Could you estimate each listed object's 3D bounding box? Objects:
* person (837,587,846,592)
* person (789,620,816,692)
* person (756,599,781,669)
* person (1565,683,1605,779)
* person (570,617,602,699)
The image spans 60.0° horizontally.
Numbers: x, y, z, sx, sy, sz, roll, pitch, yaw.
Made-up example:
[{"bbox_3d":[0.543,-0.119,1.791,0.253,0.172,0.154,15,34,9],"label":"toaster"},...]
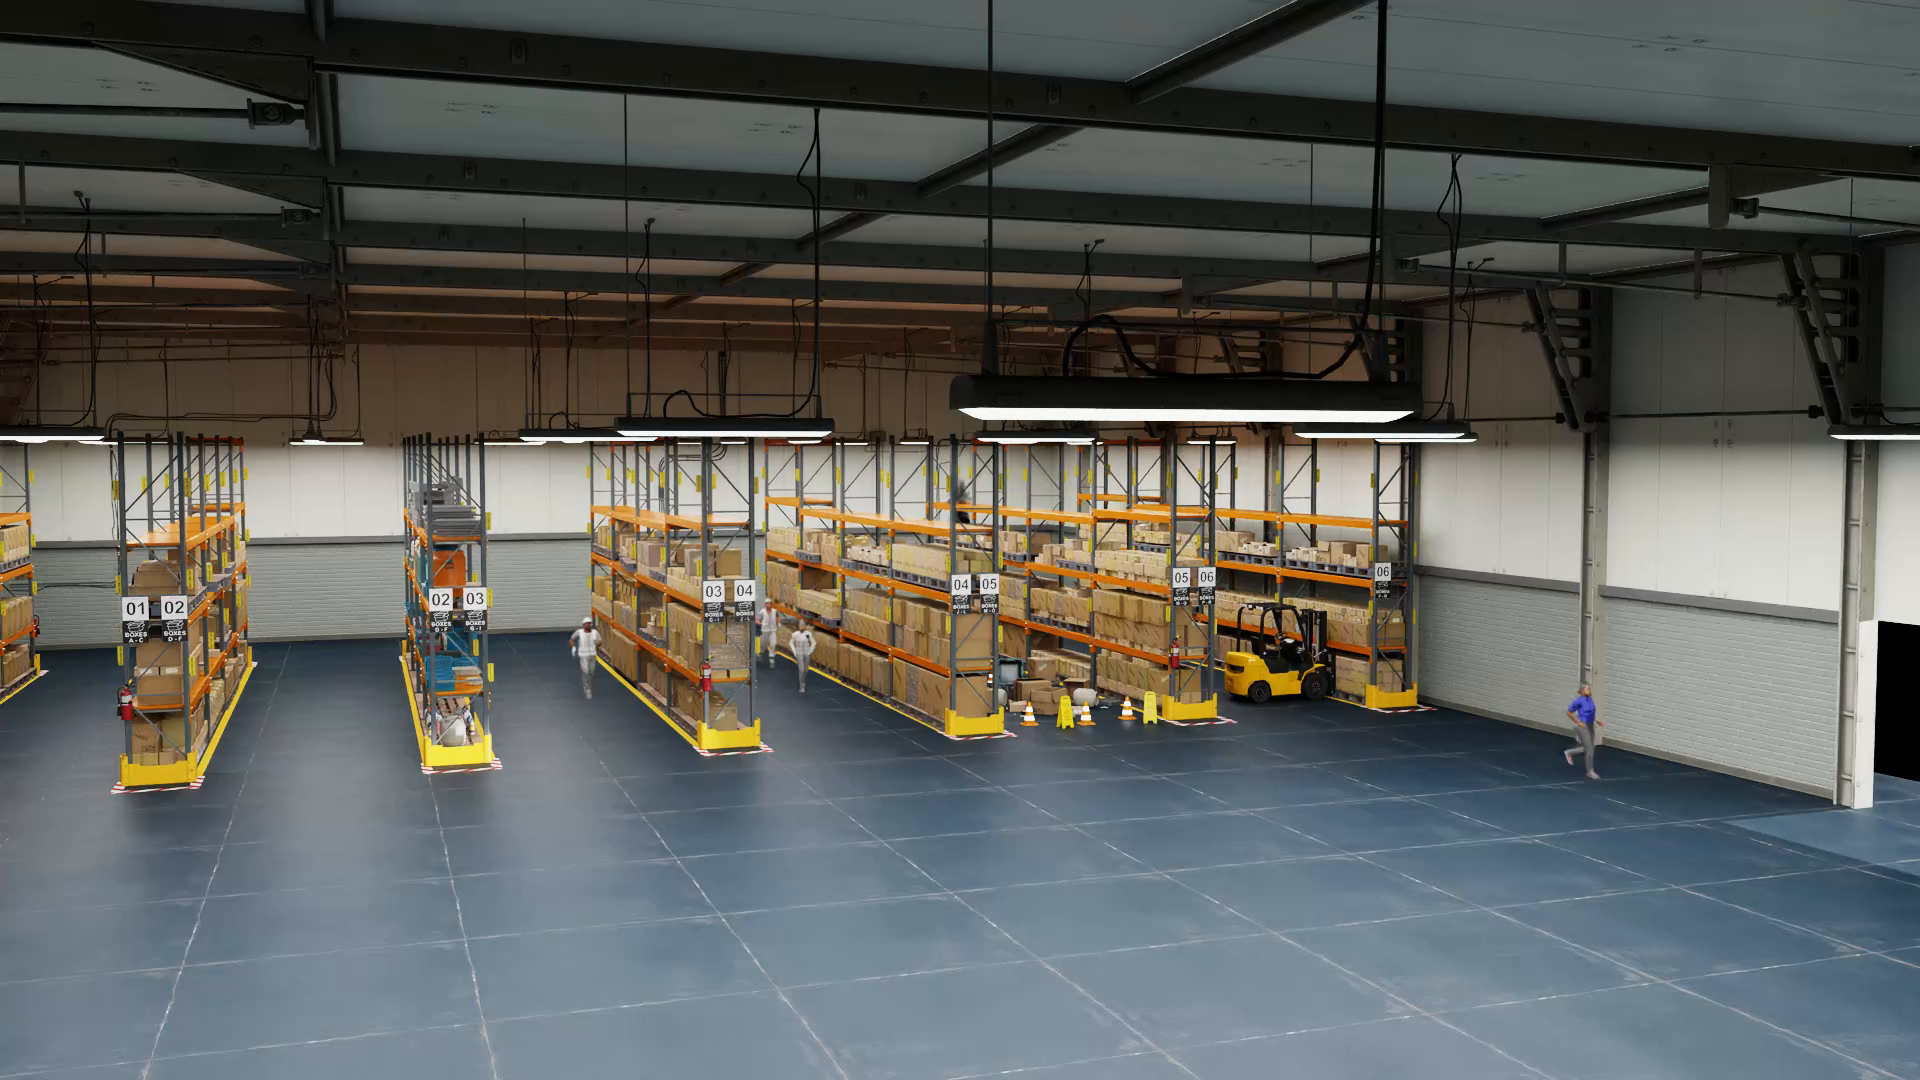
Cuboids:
[{"bbox_3d":[-3.684,1.910,48.760,0.674,1.898,0.675,-3,4,-41],"label":"person"},{"bbox_3d":[-3.717,2.721,39.282,0.628,1.720,0.703,-1,3,-13],"label":"person"},{"bbox_3d":[-5.007,2.420,43.451,0.669,1.791,0.993,-1,3,-19],"label":"person"},{"bbox_3d":[10.858,3.314,29.023,0.577,1.642,0.760,-2,4,-36],"label":"person"},{"bbox_3d":[-8.566,2.690,38.269,0.671,1.819,0.870,-2,4,-32],"label":"person"}]
